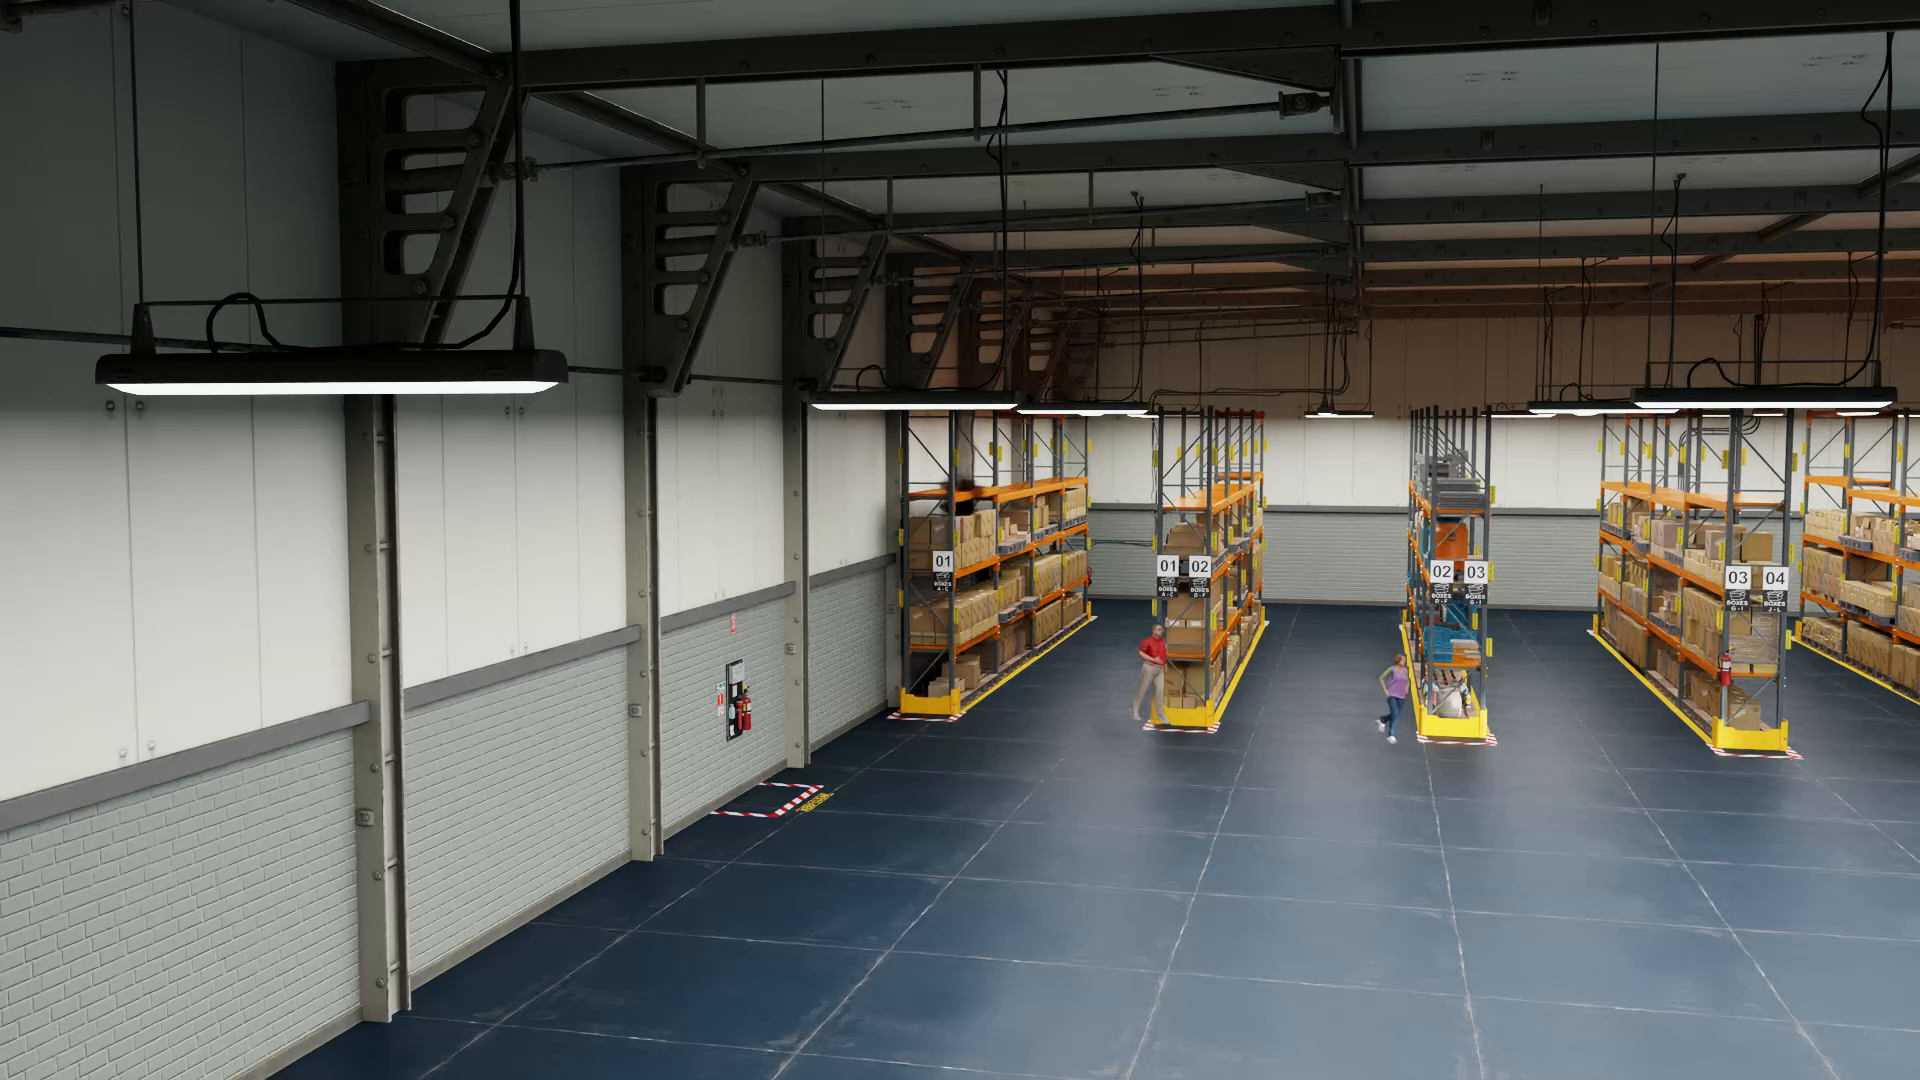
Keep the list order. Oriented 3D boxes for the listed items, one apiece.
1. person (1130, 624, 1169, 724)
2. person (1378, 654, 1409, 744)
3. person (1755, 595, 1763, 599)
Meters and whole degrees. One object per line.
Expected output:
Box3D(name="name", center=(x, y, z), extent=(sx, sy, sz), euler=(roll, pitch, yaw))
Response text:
Box3D(name="person", center=(3.550, 2.405, 30.184), extent=(0.699, 1.757, 0.832), euler=(-3, 5, -34))
Box3D(name="person", center=(7.793, 2.820, 29.850), extent=(0.588, 1.572, 0.714), euler=(-1, 4, -19))
Box3D(name="person", center=(20.374, 1.812, 42.497), extent=(0.743, 1.730, 0.893), euler=(2, 4, 23))
